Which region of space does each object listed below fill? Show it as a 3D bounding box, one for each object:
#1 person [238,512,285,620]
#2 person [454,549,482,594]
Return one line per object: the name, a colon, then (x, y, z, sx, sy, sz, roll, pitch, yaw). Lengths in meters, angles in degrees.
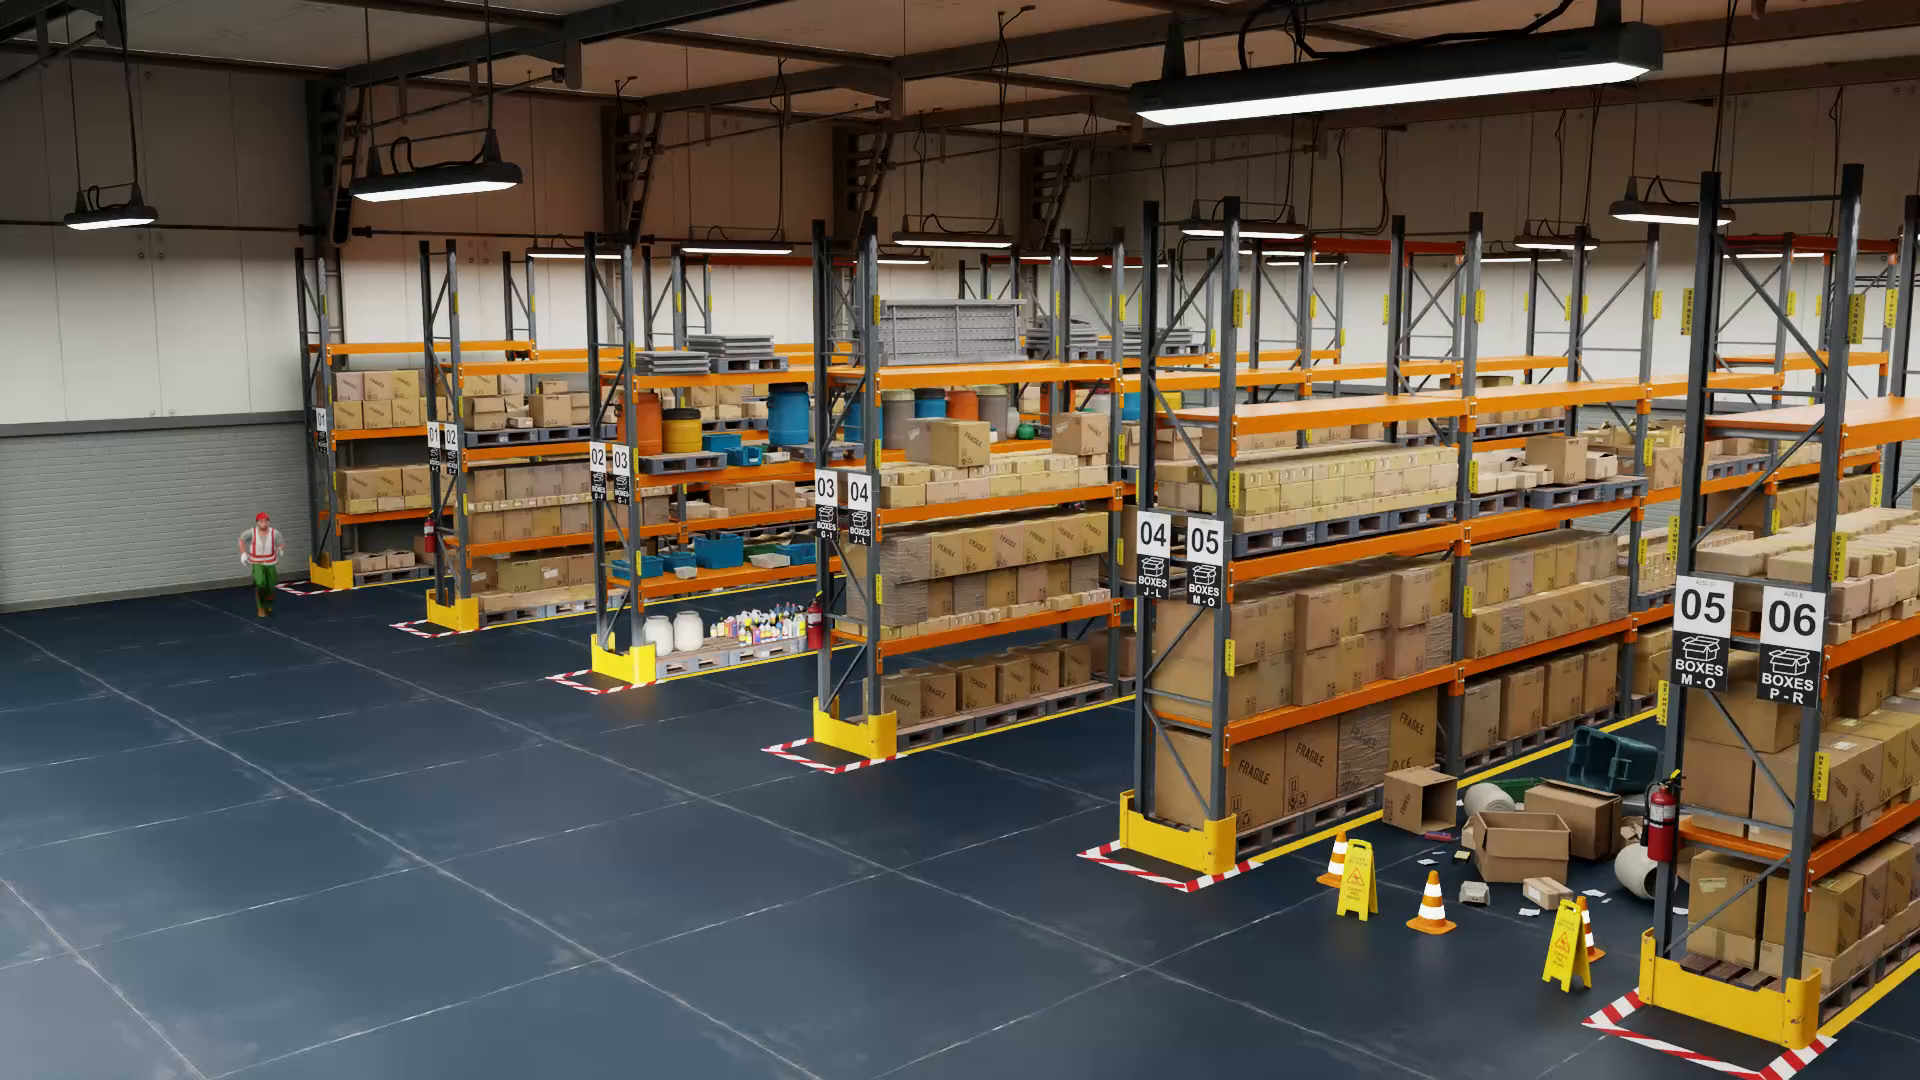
person: (-11.210, 0.399, 26.760, 0.665, 1.740, 0.851, -5, 10, -29)
person: (-8.573, 0.019, 29.200, 0.661, 1.761, 0.974, 3, 9, 18)
